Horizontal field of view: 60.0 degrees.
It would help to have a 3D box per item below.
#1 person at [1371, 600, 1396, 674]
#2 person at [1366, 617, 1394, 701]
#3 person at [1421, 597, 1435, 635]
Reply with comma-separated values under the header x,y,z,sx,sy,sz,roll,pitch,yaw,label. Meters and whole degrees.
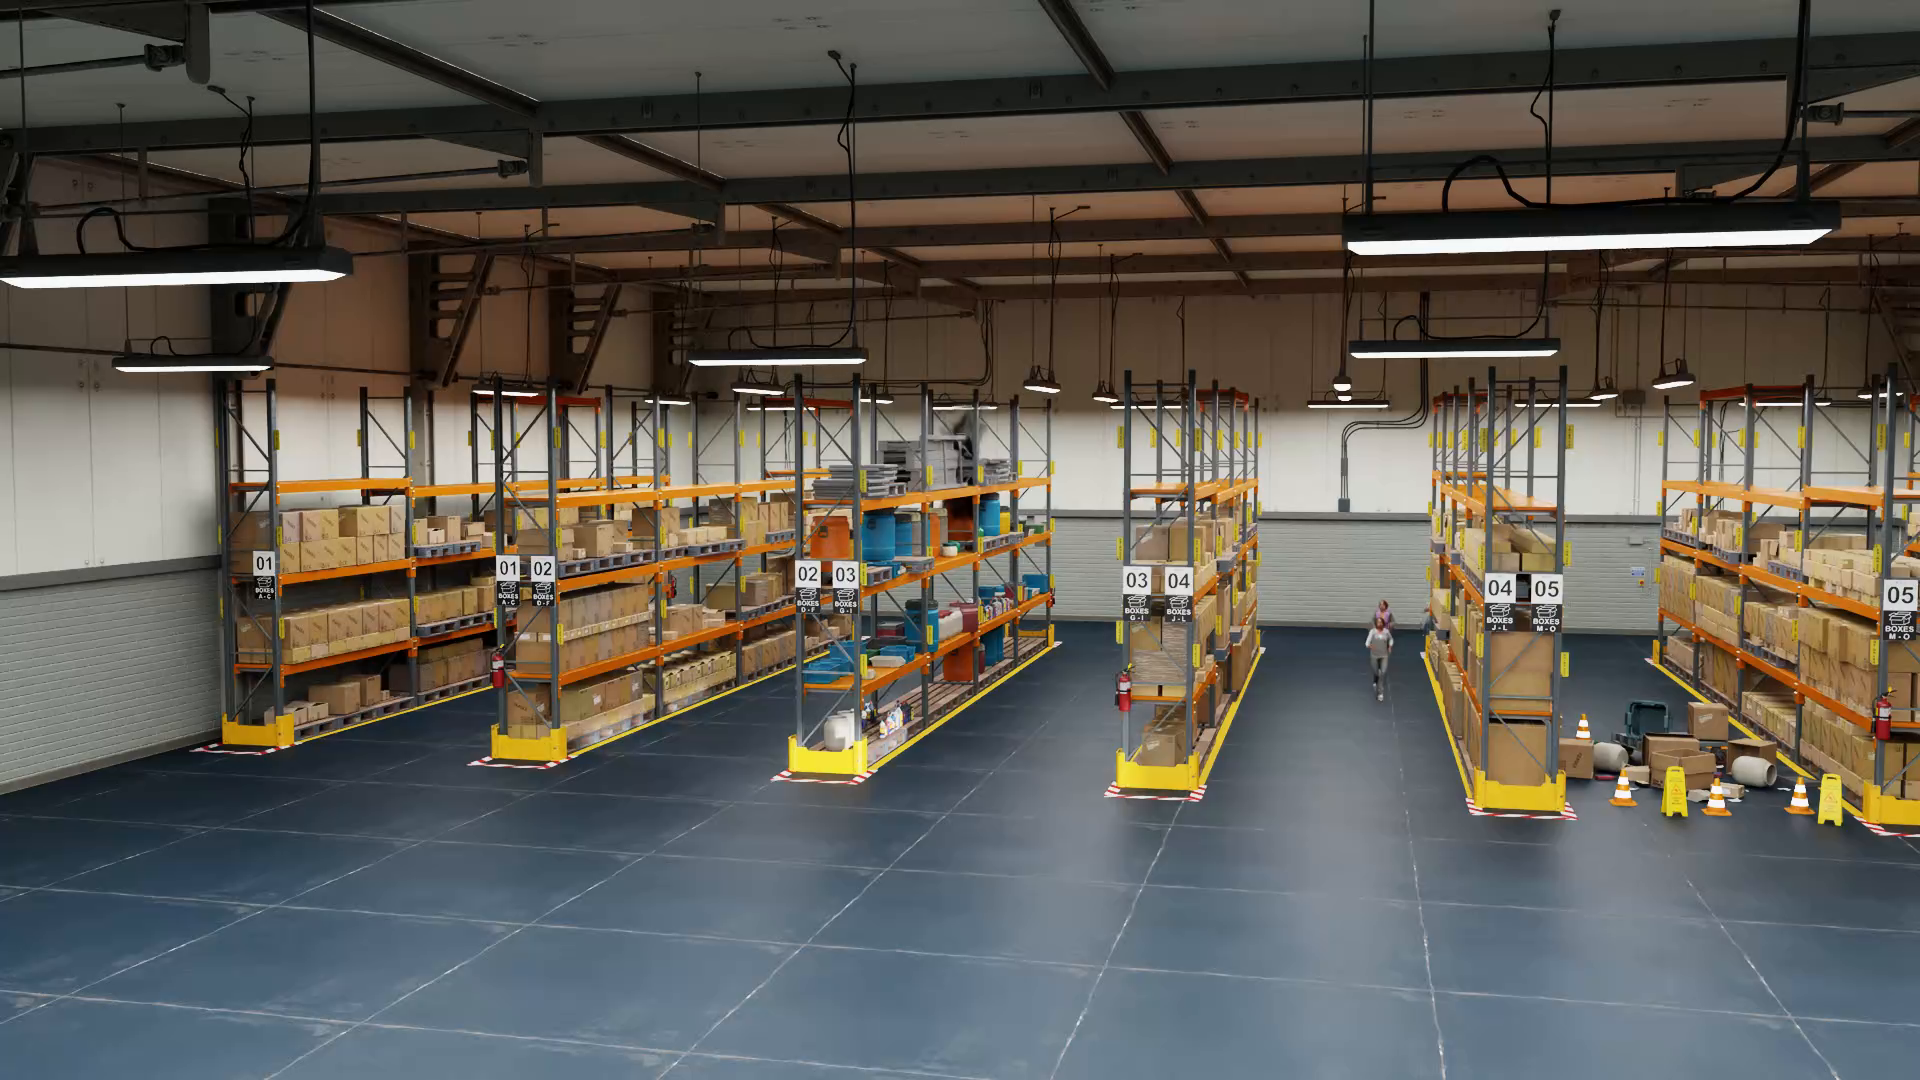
x,y,z,sx,sy,sz,roll,pitch,yaw,label
9.050,2.083,35.553,0.507,1.620,0.679,1,4,13,person
8.106,2.272,32.121,0.537,1.587,0.860,1,3,10,person
11.215,1.781,39.287,0.604,1.734,0.702,0,3,-7,person
